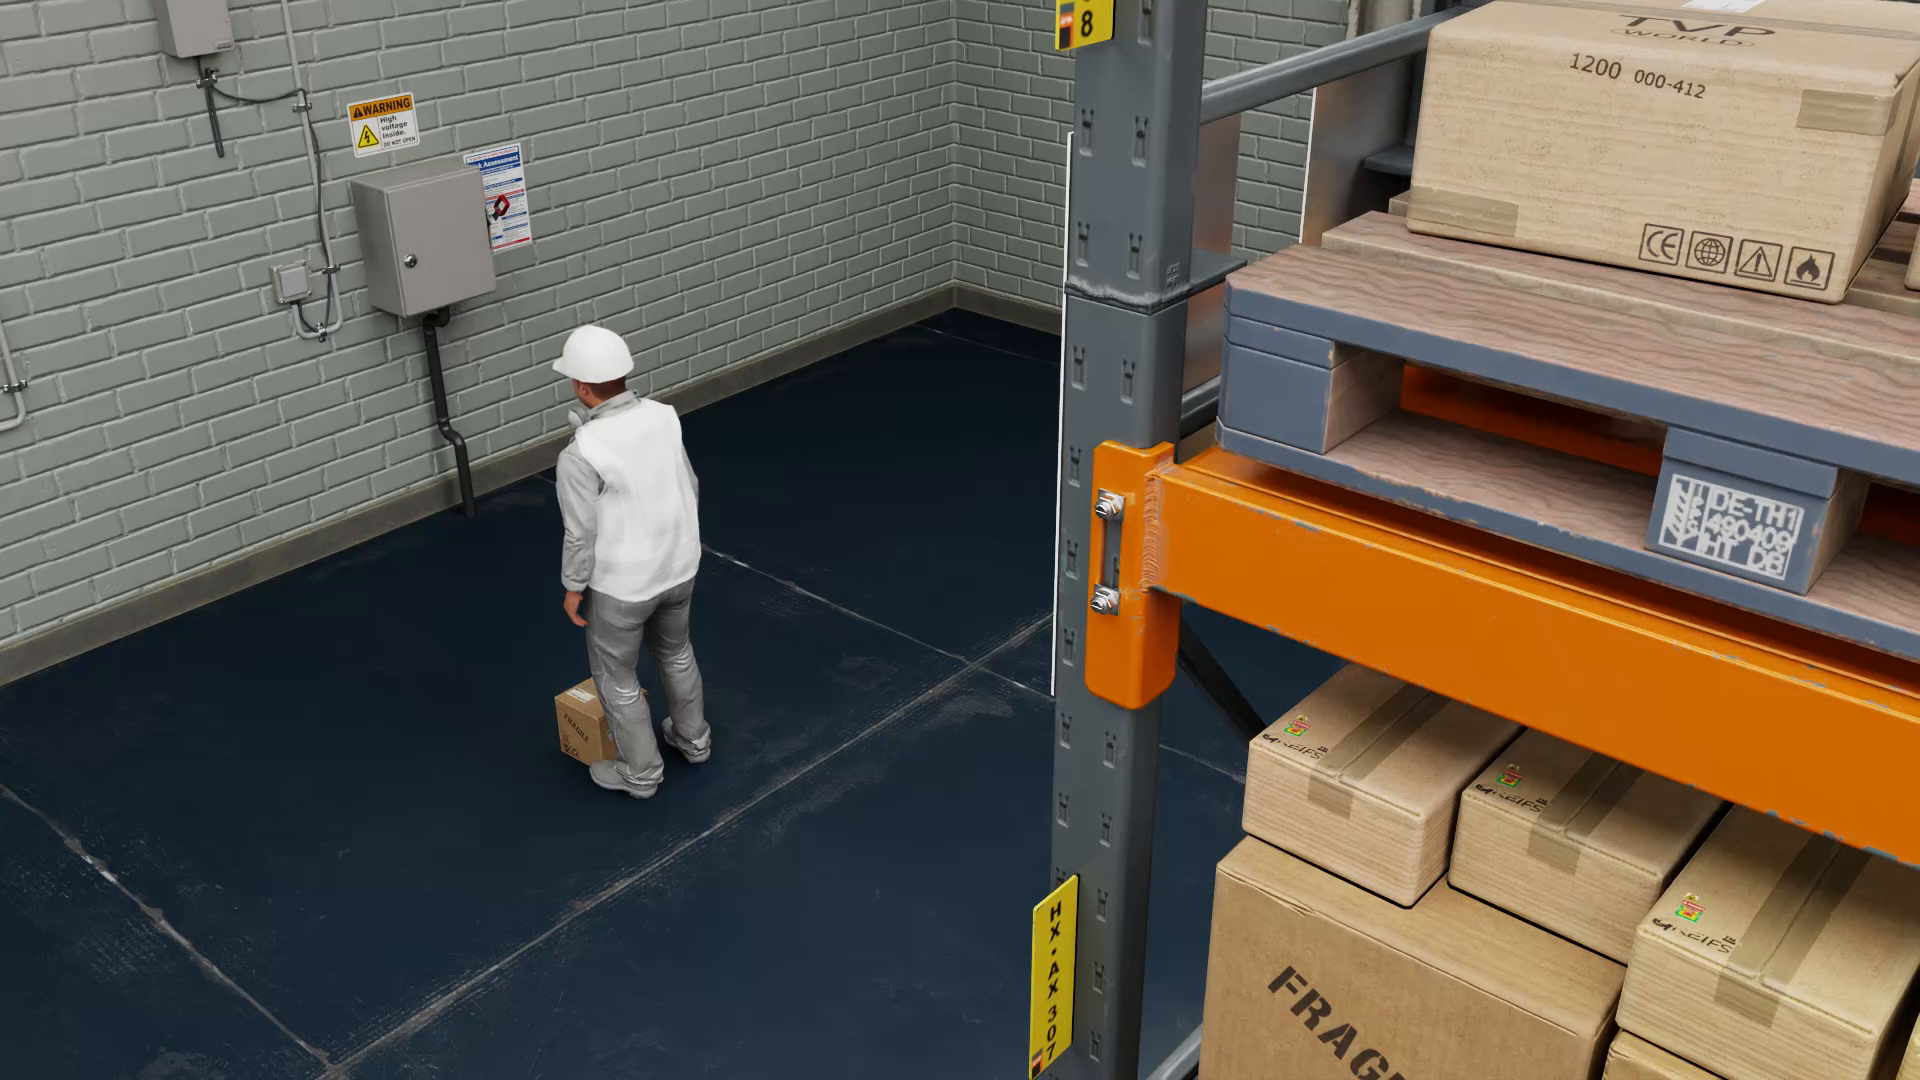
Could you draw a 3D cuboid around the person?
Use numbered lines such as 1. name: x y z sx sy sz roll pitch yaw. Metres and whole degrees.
1. person: -1.164 0.093 5.911 0.462 1.769 0.580 21 34 34
